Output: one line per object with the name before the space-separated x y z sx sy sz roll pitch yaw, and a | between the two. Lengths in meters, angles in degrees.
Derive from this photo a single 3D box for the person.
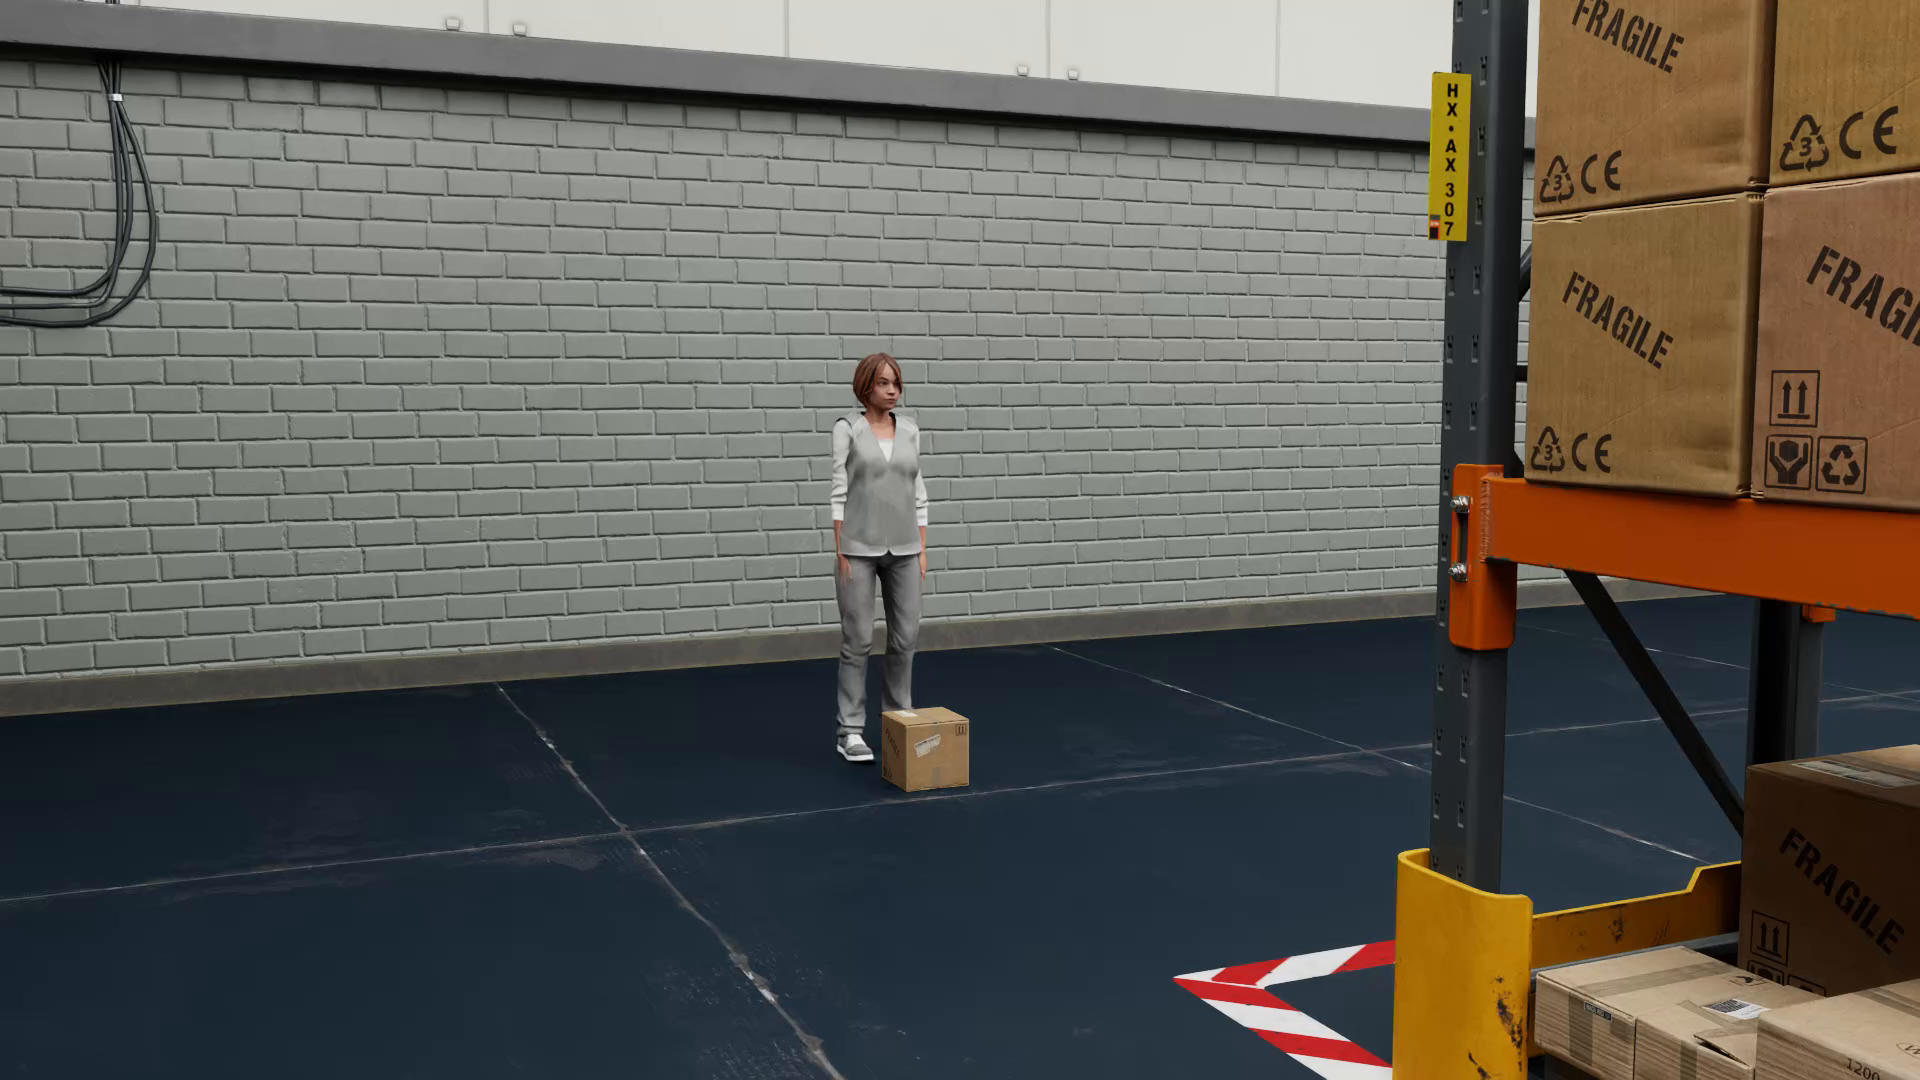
person | -0.312 0.079 6.552 0.407 1.609 0.308 -2 6 -23
